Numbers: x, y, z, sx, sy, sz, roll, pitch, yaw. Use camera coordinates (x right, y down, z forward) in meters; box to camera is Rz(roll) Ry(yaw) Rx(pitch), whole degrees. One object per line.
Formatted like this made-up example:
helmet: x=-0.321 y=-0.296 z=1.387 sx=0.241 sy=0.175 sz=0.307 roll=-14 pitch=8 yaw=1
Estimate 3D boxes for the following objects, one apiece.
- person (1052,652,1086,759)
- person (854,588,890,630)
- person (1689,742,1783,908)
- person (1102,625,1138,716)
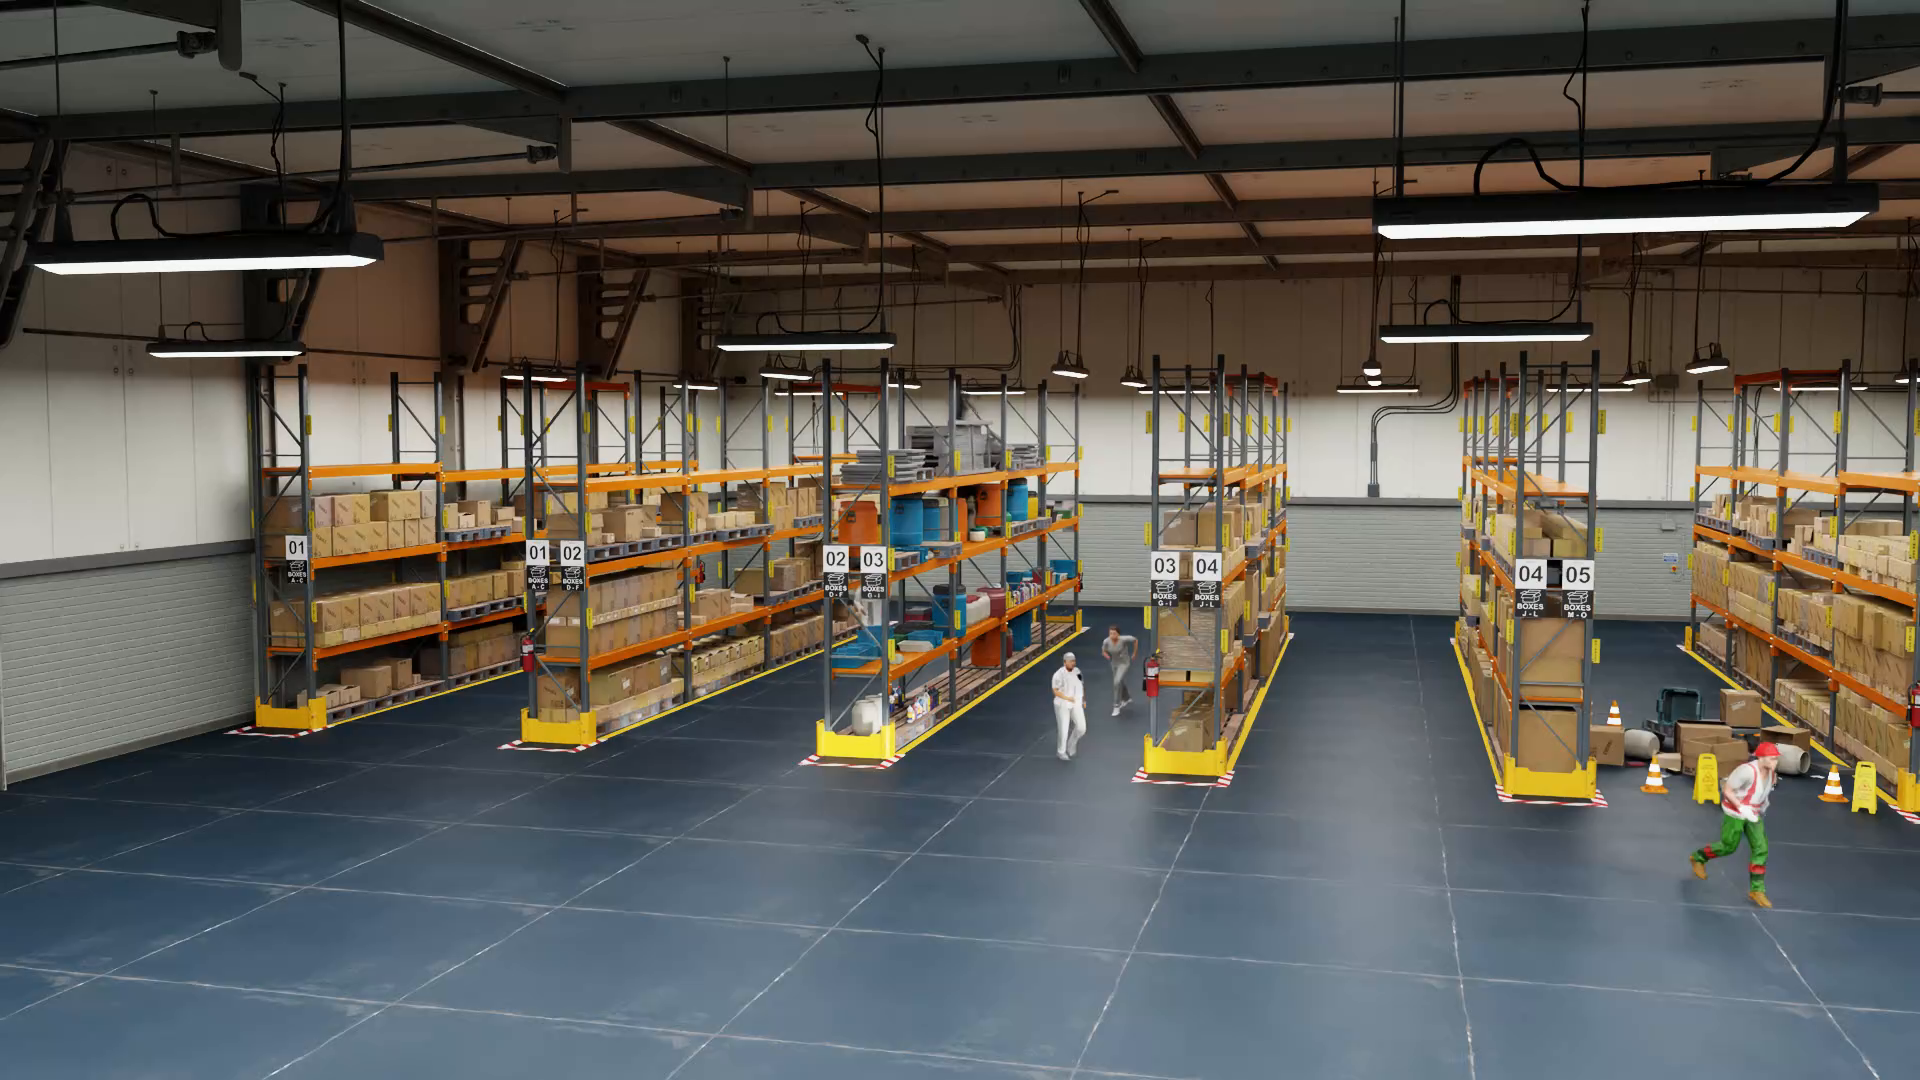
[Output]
person: x=1.647 y=2.477 z=24.784 sx=0.583 sy=1.620 sz=0.667 roll=-2 pitch=4 yaw=-21
person: x=-1.760 y=1.578 z=33.329 sx=0.701 sy=1.722 sz=0.799 roll=1 pitch=4 yaw=10
person: x=8.249 y=2.948 z=17.687 sx=0.690 sy=1.730 sz=1.051 roll=-2 pitch=5 yaw=-31
person: x=2.814 y=2.252 z=28.966 sx=0.602 sy=1.598 sz=0.958 roll=2 pitch=4 yaw=25
